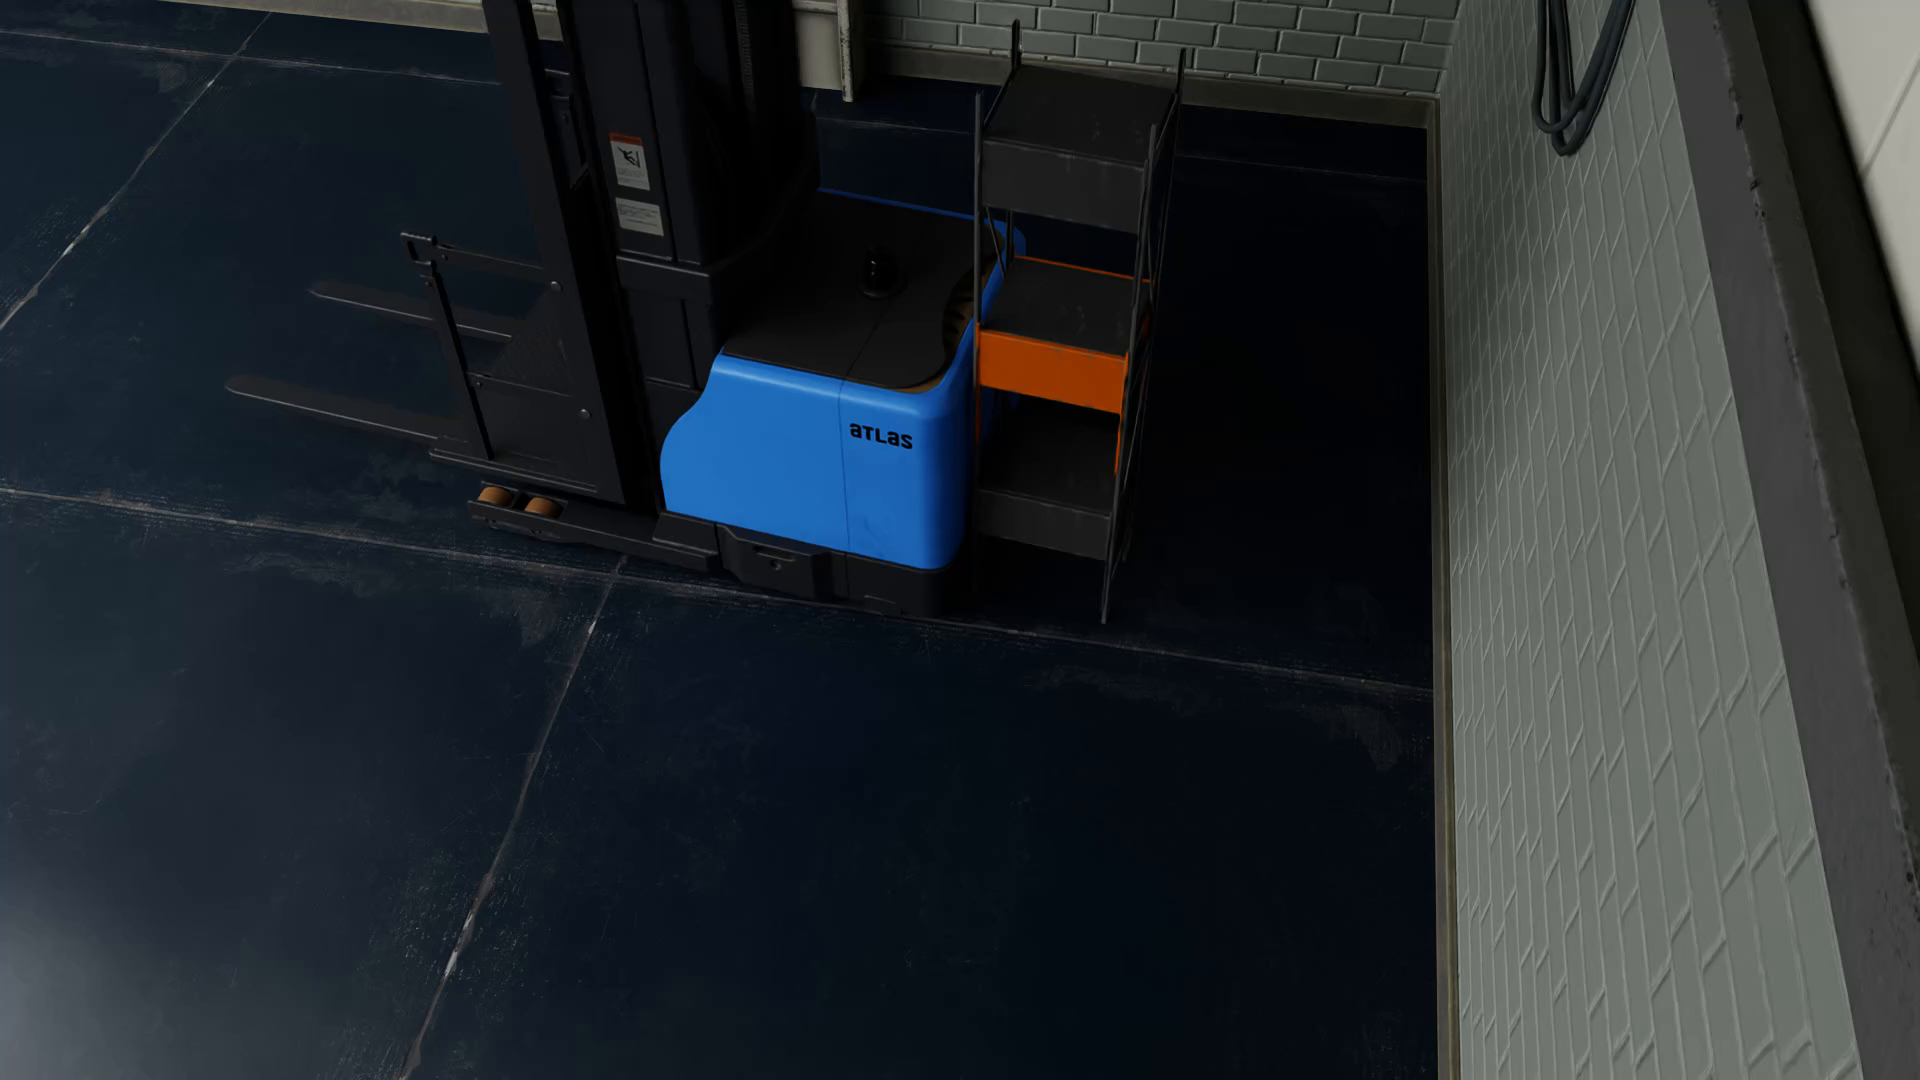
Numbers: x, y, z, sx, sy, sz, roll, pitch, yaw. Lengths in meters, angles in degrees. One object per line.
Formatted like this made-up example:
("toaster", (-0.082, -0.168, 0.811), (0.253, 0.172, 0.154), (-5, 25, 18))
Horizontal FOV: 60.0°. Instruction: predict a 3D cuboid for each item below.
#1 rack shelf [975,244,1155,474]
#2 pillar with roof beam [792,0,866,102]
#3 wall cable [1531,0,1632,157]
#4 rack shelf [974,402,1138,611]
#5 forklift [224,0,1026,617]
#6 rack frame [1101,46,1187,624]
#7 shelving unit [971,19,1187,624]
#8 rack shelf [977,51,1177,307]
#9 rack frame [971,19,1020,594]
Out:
("rack shelf", (0.340, -0.586, 5.383), (0.480, 0.518, 0.431), (13, 49, 11))
("pillar with roof beam", (-1.454, -2.152, 2.134), (0.400, 9.000, 9.100), (8, 49, 7))
("wall cable", (1.976, -2.907, 4.900), (0.112, 2.526, 3.097), (8, 49, 7))
("rack shelf", (0.340, -0.118, 5.904), (0.480, 0.518, 0.431), (13, 49, 11))
("forklift", (-1.330, -1.339, 5.483), (3.031, 2.935, 1.130), (13, 49, 11))
("rack frame", (0.573, -0.542, 5.325), (0.015, 2.100, 0.400), (13, 49, 11))
("shelving unit", (0.340, -0.595, 5.373), (0.503, 2.100, 0.431), (13, 49, 11))
("rack shelf", (0.340, -1.054, 4.862), (0.480, 0.518, 0.431), (13, 49, 11))
("rack frame", (0.106, -0.648, 5.420), (0.015, 2.100, 0.400), (13, 49, 11))
